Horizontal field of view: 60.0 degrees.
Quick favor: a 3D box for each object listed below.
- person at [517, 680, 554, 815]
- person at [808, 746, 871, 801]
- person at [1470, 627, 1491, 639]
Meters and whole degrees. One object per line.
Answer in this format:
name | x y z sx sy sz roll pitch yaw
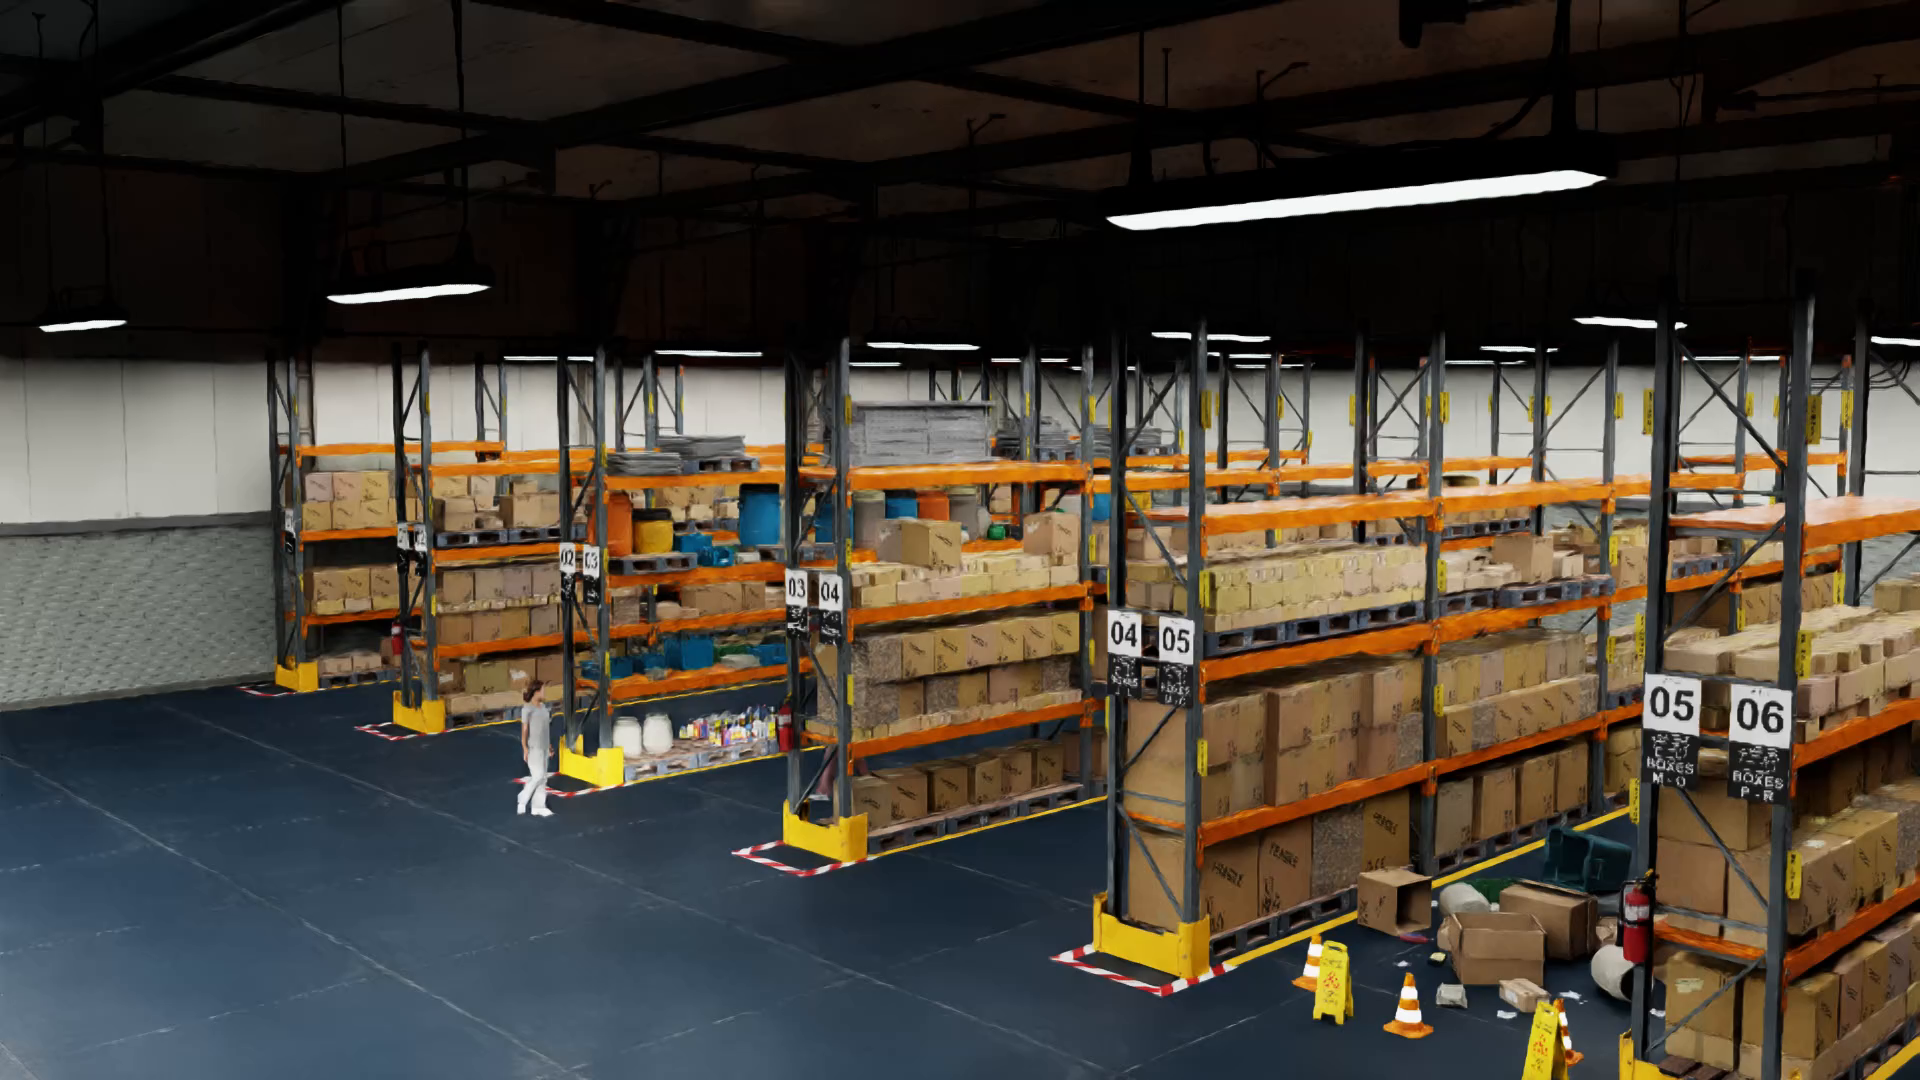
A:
person | -5.234 2.563 20.461 0.435 1.669 0.492 2 5 20
person | -1.493 2.514 21.297 1.019 1.612 0.458 -5 7 -45
person | 8.242 2.083 26.071 0.677 1.674 0.534 5 7 43
